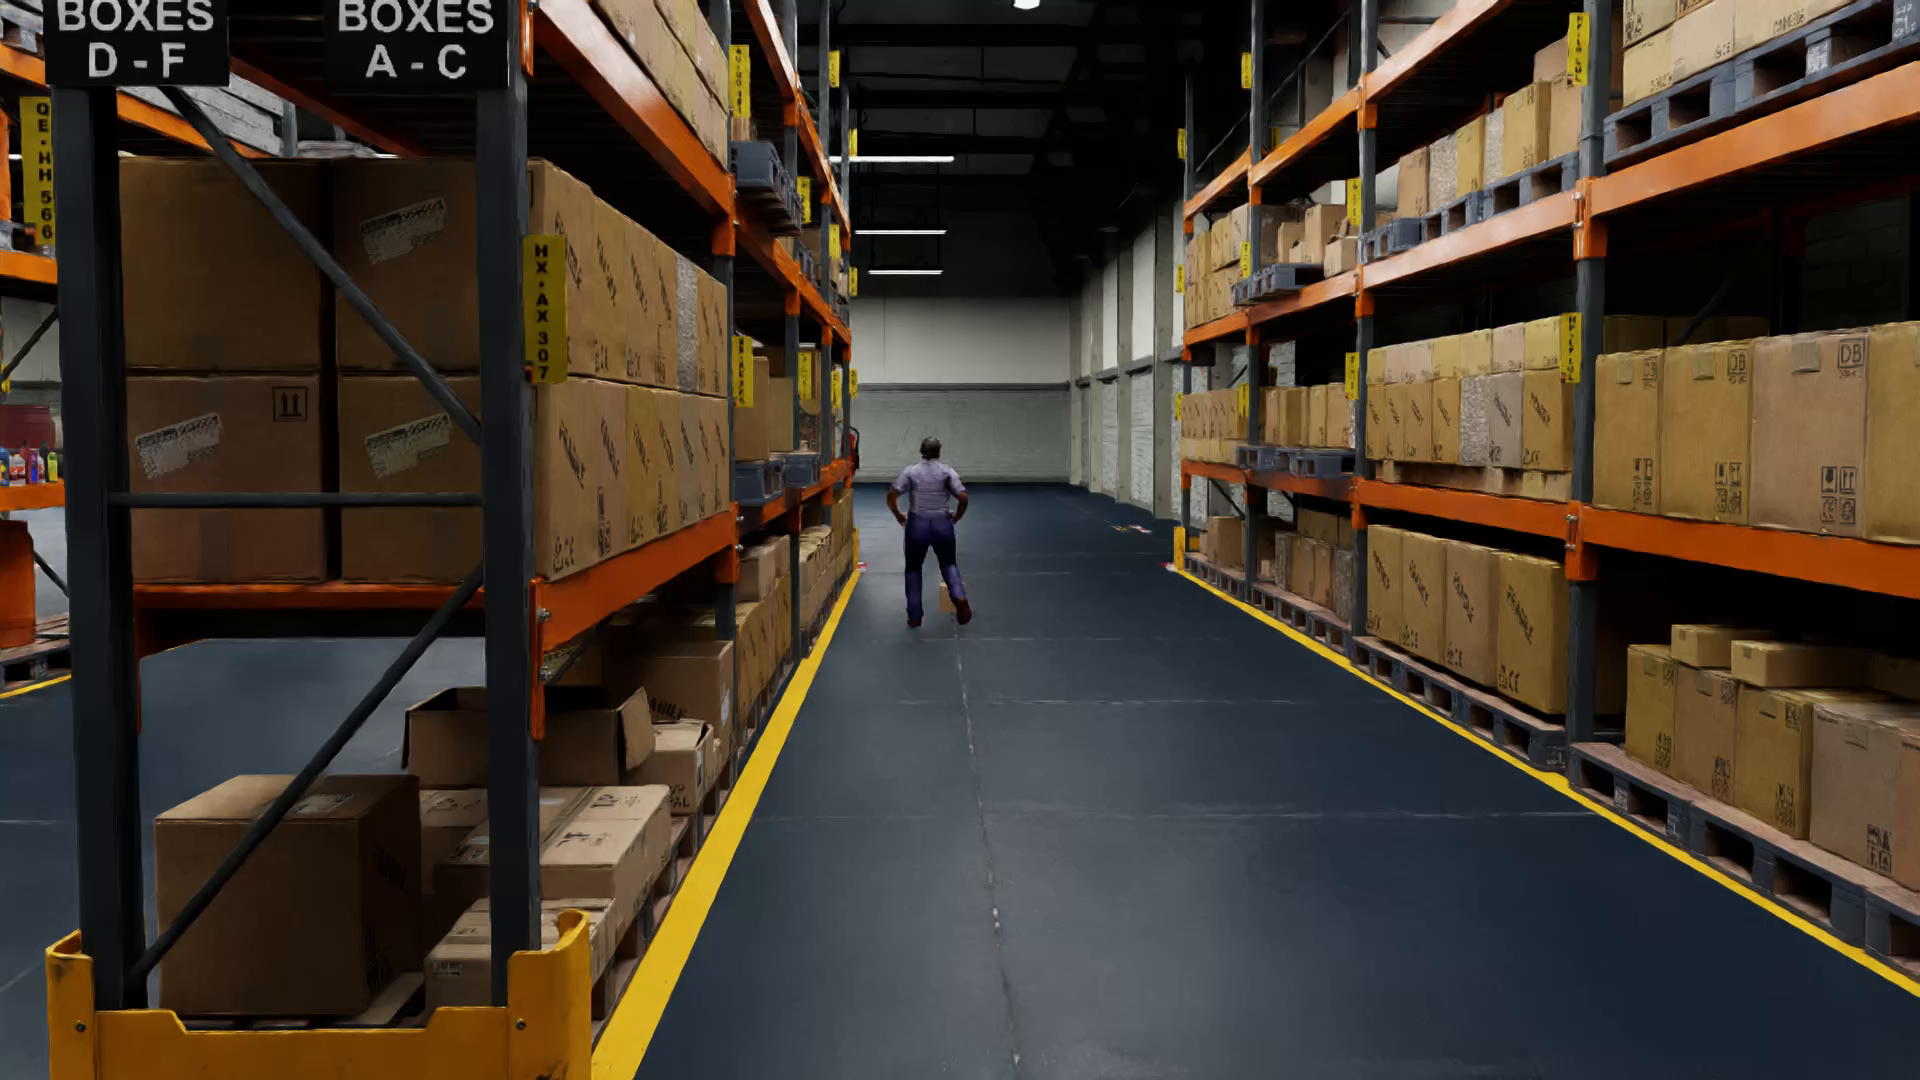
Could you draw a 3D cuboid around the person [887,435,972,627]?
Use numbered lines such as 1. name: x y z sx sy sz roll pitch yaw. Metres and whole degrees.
1. person: -0.264 -0.062 13.924 0.708 1.606 0.471 0 4 -5
